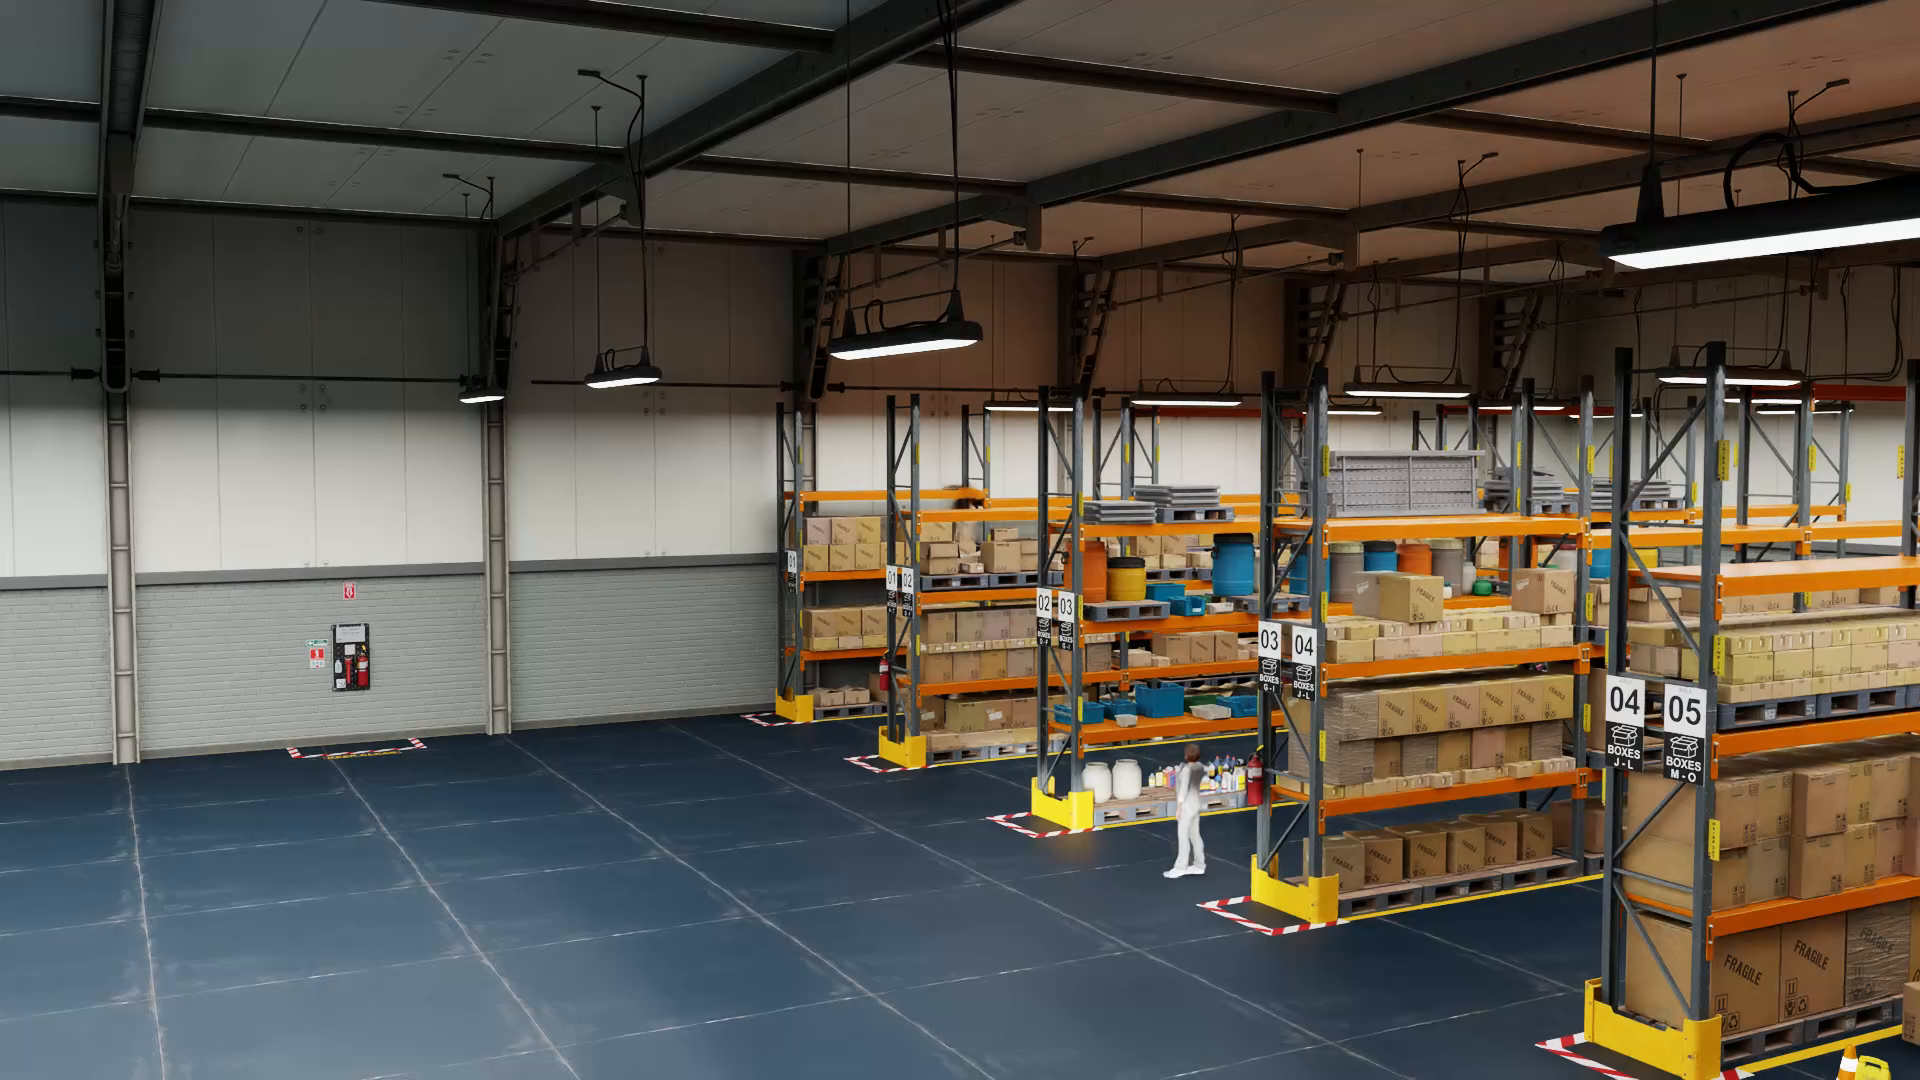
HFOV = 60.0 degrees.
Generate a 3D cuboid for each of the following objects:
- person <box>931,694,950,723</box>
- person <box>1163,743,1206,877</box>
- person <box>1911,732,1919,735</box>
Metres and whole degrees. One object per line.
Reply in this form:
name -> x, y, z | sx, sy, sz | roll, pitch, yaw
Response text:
person -> -0.390, 2.668, 29.754 | 0.389, 1.637, 0.578 | 2, 4, 32
person -> 2.711, 3.353, 19.982 | 0.492, 1.386, 0.432 | 1, 3, 21
person -> 11.217, 3.153, 19.766 | 0.595, 1.786, 0.544 | -1, 3, -17
